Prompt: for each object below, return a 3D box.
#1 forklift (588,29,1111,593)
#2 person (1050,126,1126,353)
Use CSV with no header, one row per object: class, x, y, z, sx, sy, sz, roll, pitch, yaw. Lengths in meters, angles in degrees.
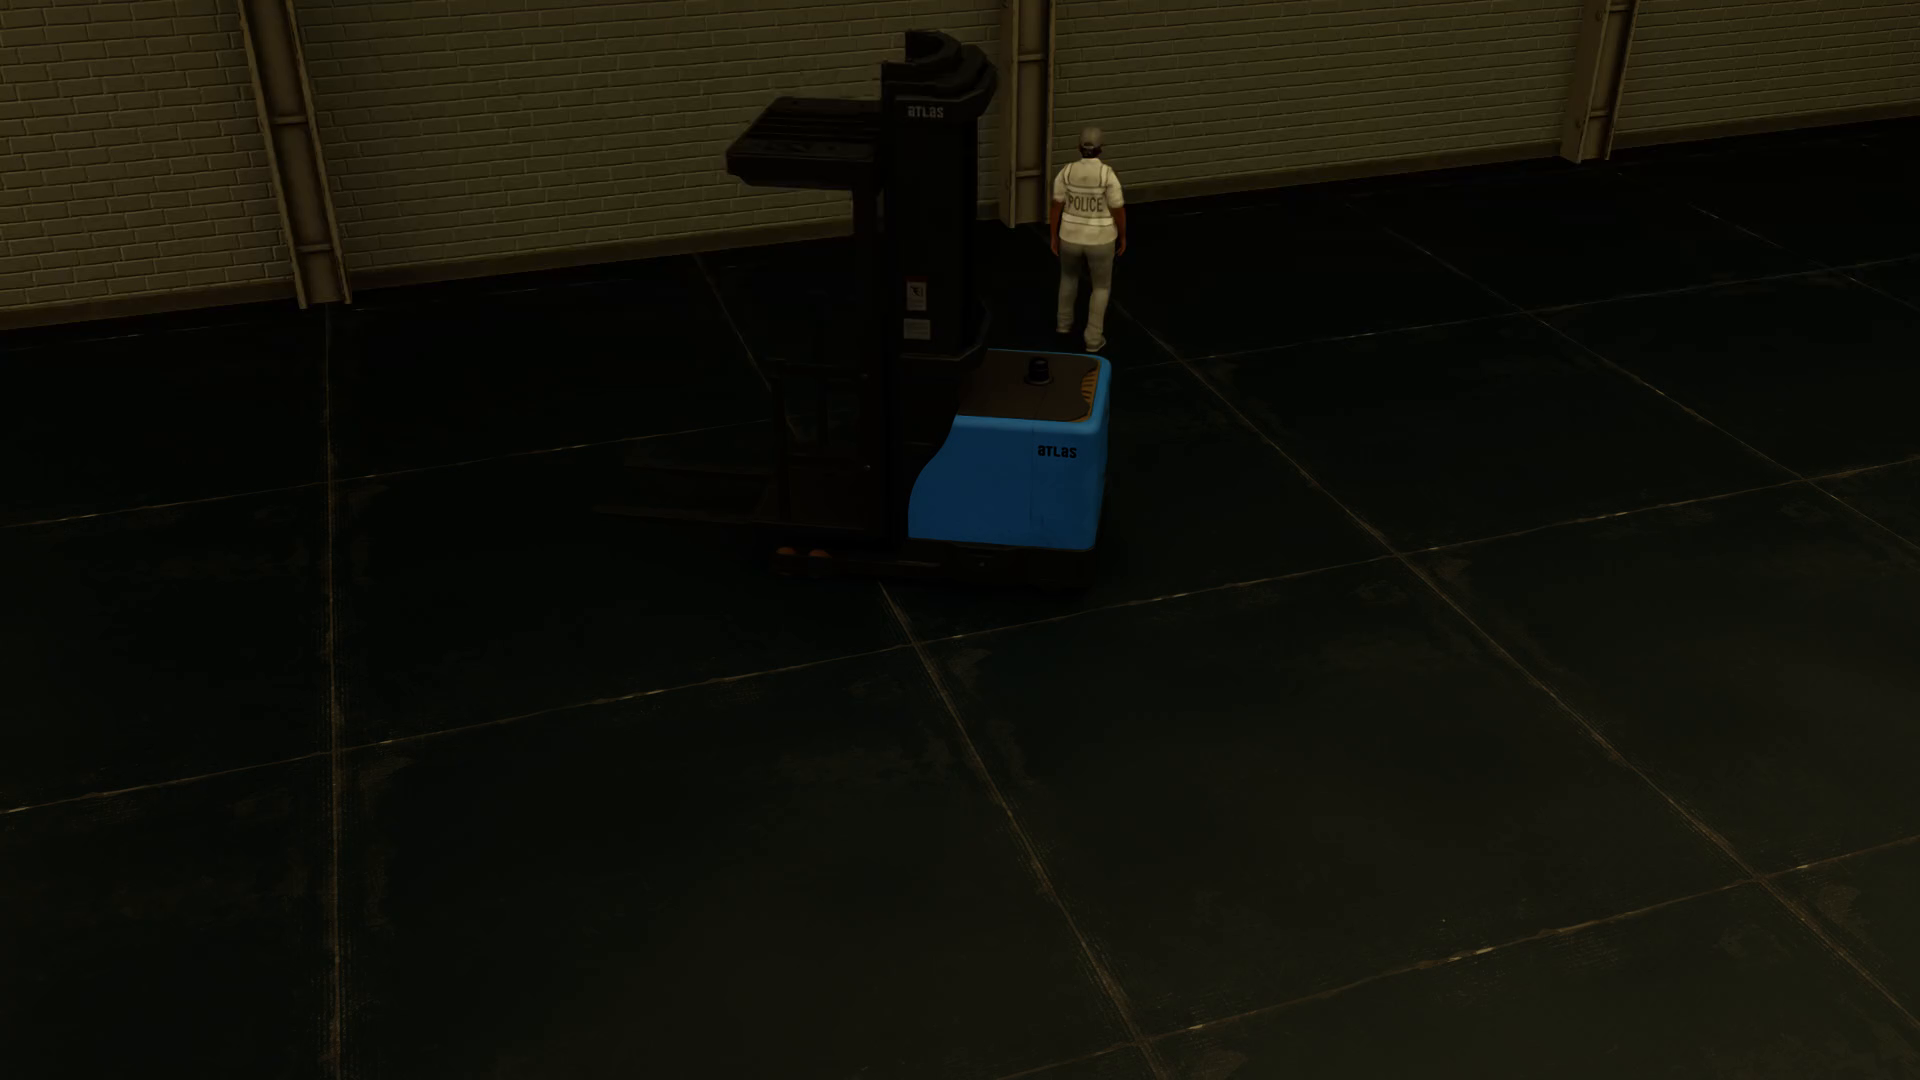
forklift,-0.664,-1.300,9.347,3.031,2.935,1.130,4,30,7
person,0.954,-2.218,12.285,0.577,1.707,0.520,10,31,17
